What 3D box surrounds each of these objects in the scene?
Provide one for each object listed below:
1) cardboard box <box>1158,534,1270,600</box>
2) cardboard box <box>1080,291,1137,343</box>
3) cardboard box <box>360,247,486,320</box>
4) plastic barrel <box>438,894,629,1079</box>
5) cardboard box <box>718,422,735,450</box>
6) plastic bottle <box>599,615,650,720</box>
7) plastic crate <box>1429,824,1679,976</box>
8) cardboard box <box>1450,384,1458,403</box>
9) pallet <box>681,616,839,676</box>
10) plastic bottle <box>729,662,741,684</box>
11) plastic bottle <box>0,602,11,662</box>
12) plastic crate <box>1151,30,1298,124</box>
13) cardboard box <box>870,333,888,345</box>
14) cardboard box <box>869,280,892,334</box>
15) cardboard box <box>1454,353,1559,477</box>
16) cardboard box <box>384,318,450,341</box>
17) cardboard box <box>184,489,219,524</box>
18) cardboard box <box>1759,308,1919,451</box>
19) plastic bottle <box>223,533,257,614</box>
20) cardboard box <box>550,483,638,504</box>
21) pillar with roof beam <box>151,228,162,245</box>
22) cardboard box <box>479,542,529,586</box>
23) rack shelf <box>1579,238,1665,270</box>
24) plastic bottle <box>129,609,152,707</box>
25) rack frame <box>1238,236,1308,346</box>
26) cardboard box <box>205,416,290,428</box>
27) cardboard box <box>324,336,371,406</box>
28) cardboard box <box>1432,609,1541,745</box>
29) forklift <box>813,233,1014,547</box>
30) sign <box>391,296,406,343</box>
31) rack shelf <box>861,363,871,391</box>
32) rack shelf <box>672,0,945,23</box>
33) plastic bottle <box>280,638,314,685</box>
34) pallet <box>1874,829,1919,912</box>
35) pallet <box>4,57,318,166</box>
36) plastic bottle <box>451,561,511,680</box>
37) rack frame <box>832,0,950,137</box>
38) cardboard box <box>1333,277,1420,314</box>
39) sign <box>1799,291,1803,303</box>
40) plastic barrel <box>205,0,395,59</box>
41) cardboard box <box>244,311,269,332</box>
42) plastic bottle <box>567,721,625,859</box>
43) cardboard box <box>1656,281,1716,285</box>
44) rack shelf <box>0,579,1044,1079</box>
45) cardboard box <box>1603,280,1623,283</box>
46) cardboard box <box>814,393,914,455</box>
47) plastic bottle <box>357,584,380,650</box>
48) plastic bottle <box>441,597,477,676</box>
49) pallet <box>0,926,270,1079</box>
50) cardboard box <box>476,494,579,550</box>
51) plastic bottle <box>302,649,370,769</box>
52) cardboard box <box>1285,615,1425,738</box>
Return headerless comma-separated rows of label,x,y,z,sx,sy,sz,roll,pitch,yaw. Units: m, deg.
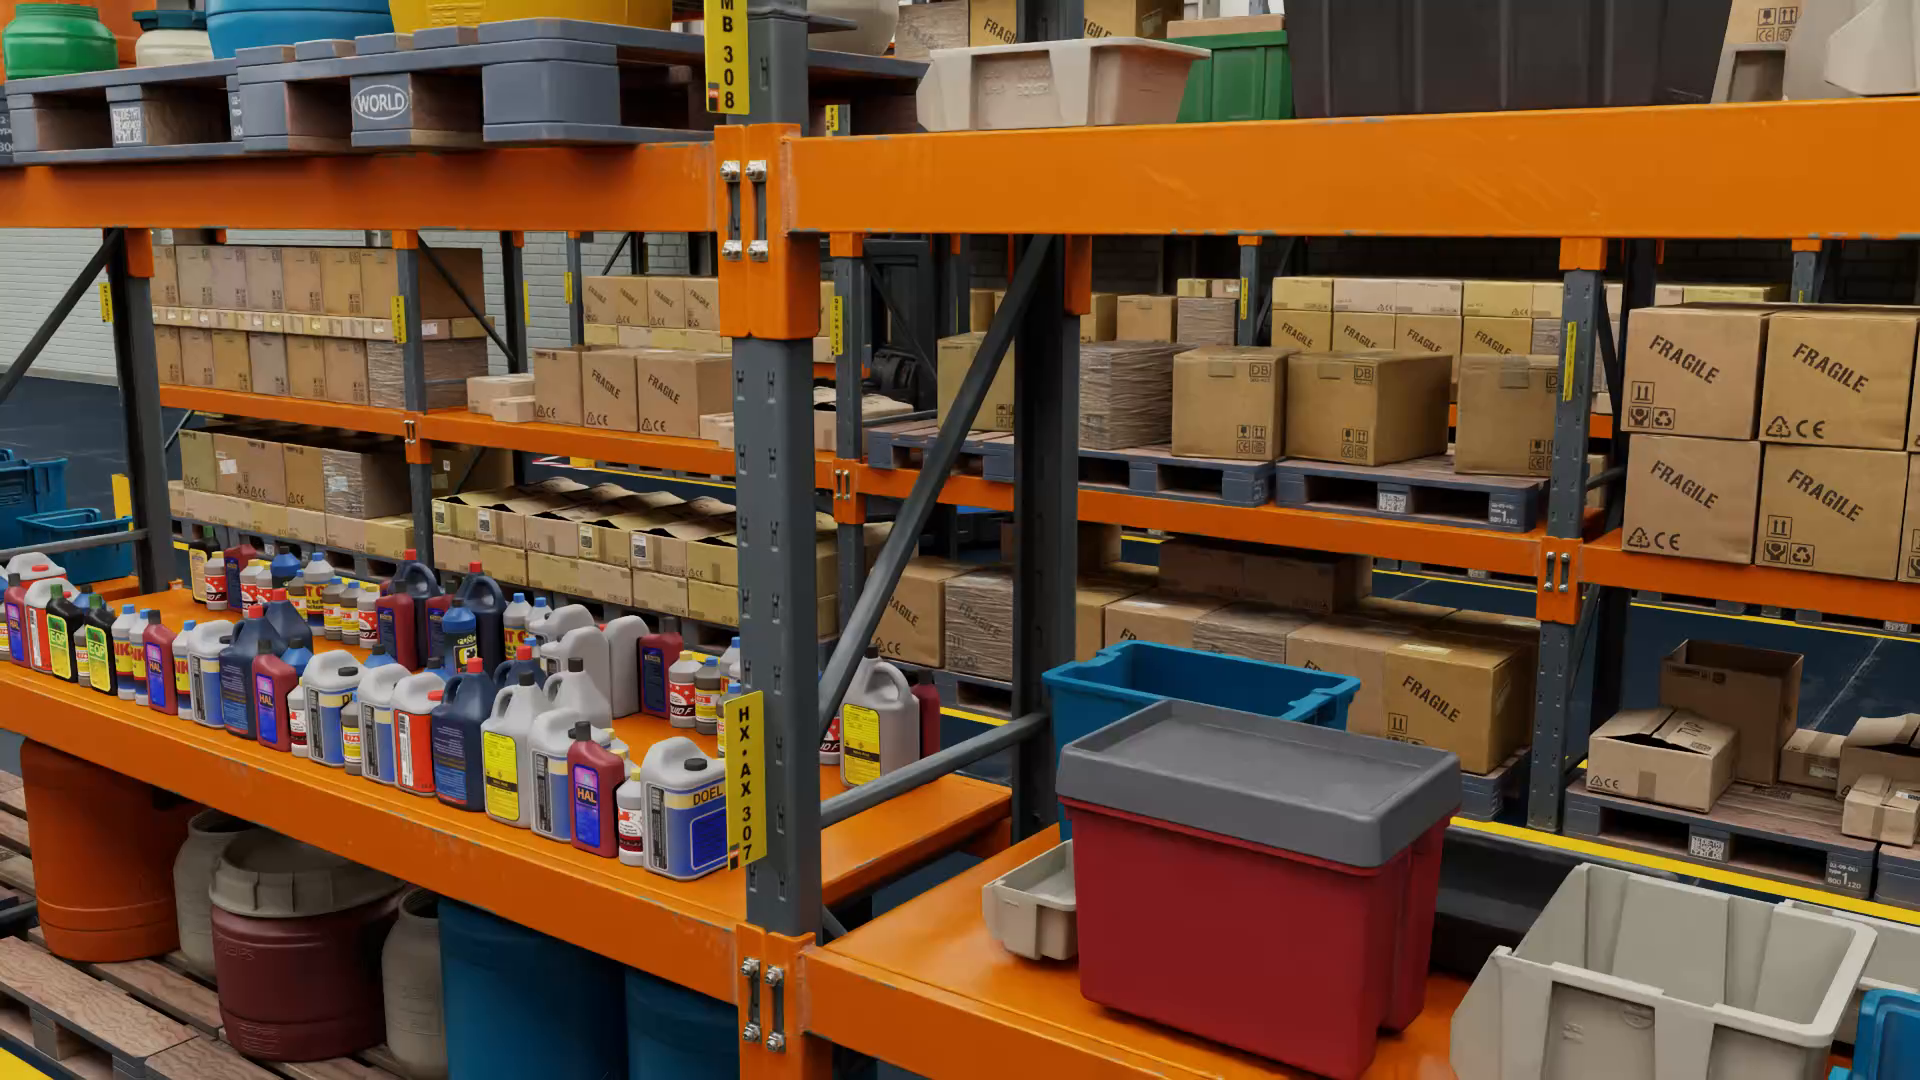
cardboard box,1.407,0.124,8.940,0.500,0.250,0.500,8,13,34
cardboard box,1.166,-1.920,14.637,0.500,0.500,0.700,8,13,36
cardboard box,-3.946,-1.893,12.239,0.500,0.500,0.700,8,14,36
plastic barrel,-1.071,1.180,4.453,0.708,0.901,0.600,8,13,36
cardboard box,-1.249,-0.644,10.122,0.250,0.149,0.380,8,13,36
plastic bottle,-0.965,0.346,4.672,0.135,0.276,0.152,8,13,36
plastic crate,0.990,0.690,3.135,0.590,0.125,0.437,8,13,36
cardboard box,3.750,-1.141,12.638,0.250,0.149,0.380,8,14,36
pallet,-1.001,0.562,10.568,1.213,0.211,1.003,8,13,36
plastic bottle,-0.514,0.409,4.347,0.135,0.276,0.152,8,13,36
plastic bottle,-2.982,0.273,5.243,0.097,0.201,0.097,0,11,0
plastic crate,0.449,-0.868,3.280,0.662,0.188,0.450,8,13,36
cardboard box,-0.907,-1.939,16.496,0.500,0.250,0.500,8,14,36
cardboard box,-0.911,-2.306,16.421,0.500,0.500,0.500,8,13,34
cardboard box,2.614,-0.601,7.873,0.500,0.500,0.700,3,11,16
cardboard box,-3.931,-1.523,12.036,0.250,0.149,0.380,8,13,35
cardboard box,-6.103,-0.314,13.889,0.500,0.250,0.500,8,13,36
cardboard box,3.493,-0.645,6.569,0.500,0.500,0.500,7,13,34
plastic bottle,-2.531,0.113,5.856,0.133,0.283,0.061,8,13,36
cardboard box,-2.665,-0.230,11.981,0.500,0.311,0.500,8,14,37
pillar with roof beam,-15.023,-6.056,21.640,0.400,9.000,9.100,8,13,36
cardboard box,-2.995,0.127,11.611,0.500,0.250,0.500,8,14,37
rack shelf,4.475,-1.153,6.091,4.000,0.370,1.077,8,13,36
plastic bottle,-2.316,0.332,4.756,0.097,0.271,0.097,0,11,0
rack frame,2.569,-1.467,13.716,0.127,3.000,1.000,8,13,36
cardboard box,-6.200,-0.817,14.517,0.500,0.500,0.500,8,13,36
cardboard box,-4.375,-1.314,12.664,0.500,0.500,0.700,8,13,35
cardboard box,2.618,0.661,8.139,0.500,0.500,0.500,7,13,33
forklift,-0.725,-1.396,13.529,3.031,2.935,1.130,-5,12,-23
sign,-3.912,-1.537,11.589,0.005,0.325,0.100,8,13,36
rack shelf,0.957,-1.339,14.947,4.000,0.370,1.077,8,13,36
rack shelf,-1.973,-3.329,10.493,4.000,0.370,1.077,8,13,36
plastic bottle,-1.758,0.395,4.427,0.097,0.271,0.097,0,11,0
pallet,4.404,1.325,6.626,1.213,0.211,1.003,8,13,36
pallet,-1.677,-1.081,4.320,1.213,0.211,1.003,8,13,36
plastic bottle,-1.436,0.242,5.009,0.185,0.351,0.144,8,13,36
rack frame,-0.361,-3.654,9.224,0.127,3.000,1.000,8,13,36
cardboard box,3.216,-1.890,12.826,0.500,0.250,0.500,8,13,35
sign,5.479,-1.463,10.854,0.005,0.325,0.100,8,13,36
plastic barrel,-1.538,-1.594,4.051,0.708,0.901,0.600,8,13,36
cardboard box,-5.381,-1.725,13.080,0.250,0.149,0.380,8,14,36
plastic bottle,-0.794,0.543,3.635,0.133,0.283,0.061,8,13,36
cardboard box,5.150,-1.740,12.053,0.500,0.250,0.500,8,14,36
rack shelf,-1.684,0.628,4.783,4.000,0.370,1.077,8,13,36
cardboard box,4.743,-1.796,12.341,0.500,0.250,0.500,7,13,34
cardboard box,-0.628,-0.712,10.049,0.500,0.311,0.500,9,14,39
plastic bottle,-1.900,0.245,5.386,0.097,0.201,0.097,0,11,0
plastic bottle,-1.472,0.305,4.896,0.097,0.271,0.097,0,11,0
pallet,-2.635,1.501,5.716,1.213,0.211,1.003,8,13,36
cardboard box,-2.999,-0.148,11.554,0.500,0.311,0.500,8,13,35
plastic bottle,-1.577,0.426,4.256,0.135,0.276,0.152,8,13,36
cardboard box,1.903,0.684,8.019,0.500,0.500,0.500,8,14,36
